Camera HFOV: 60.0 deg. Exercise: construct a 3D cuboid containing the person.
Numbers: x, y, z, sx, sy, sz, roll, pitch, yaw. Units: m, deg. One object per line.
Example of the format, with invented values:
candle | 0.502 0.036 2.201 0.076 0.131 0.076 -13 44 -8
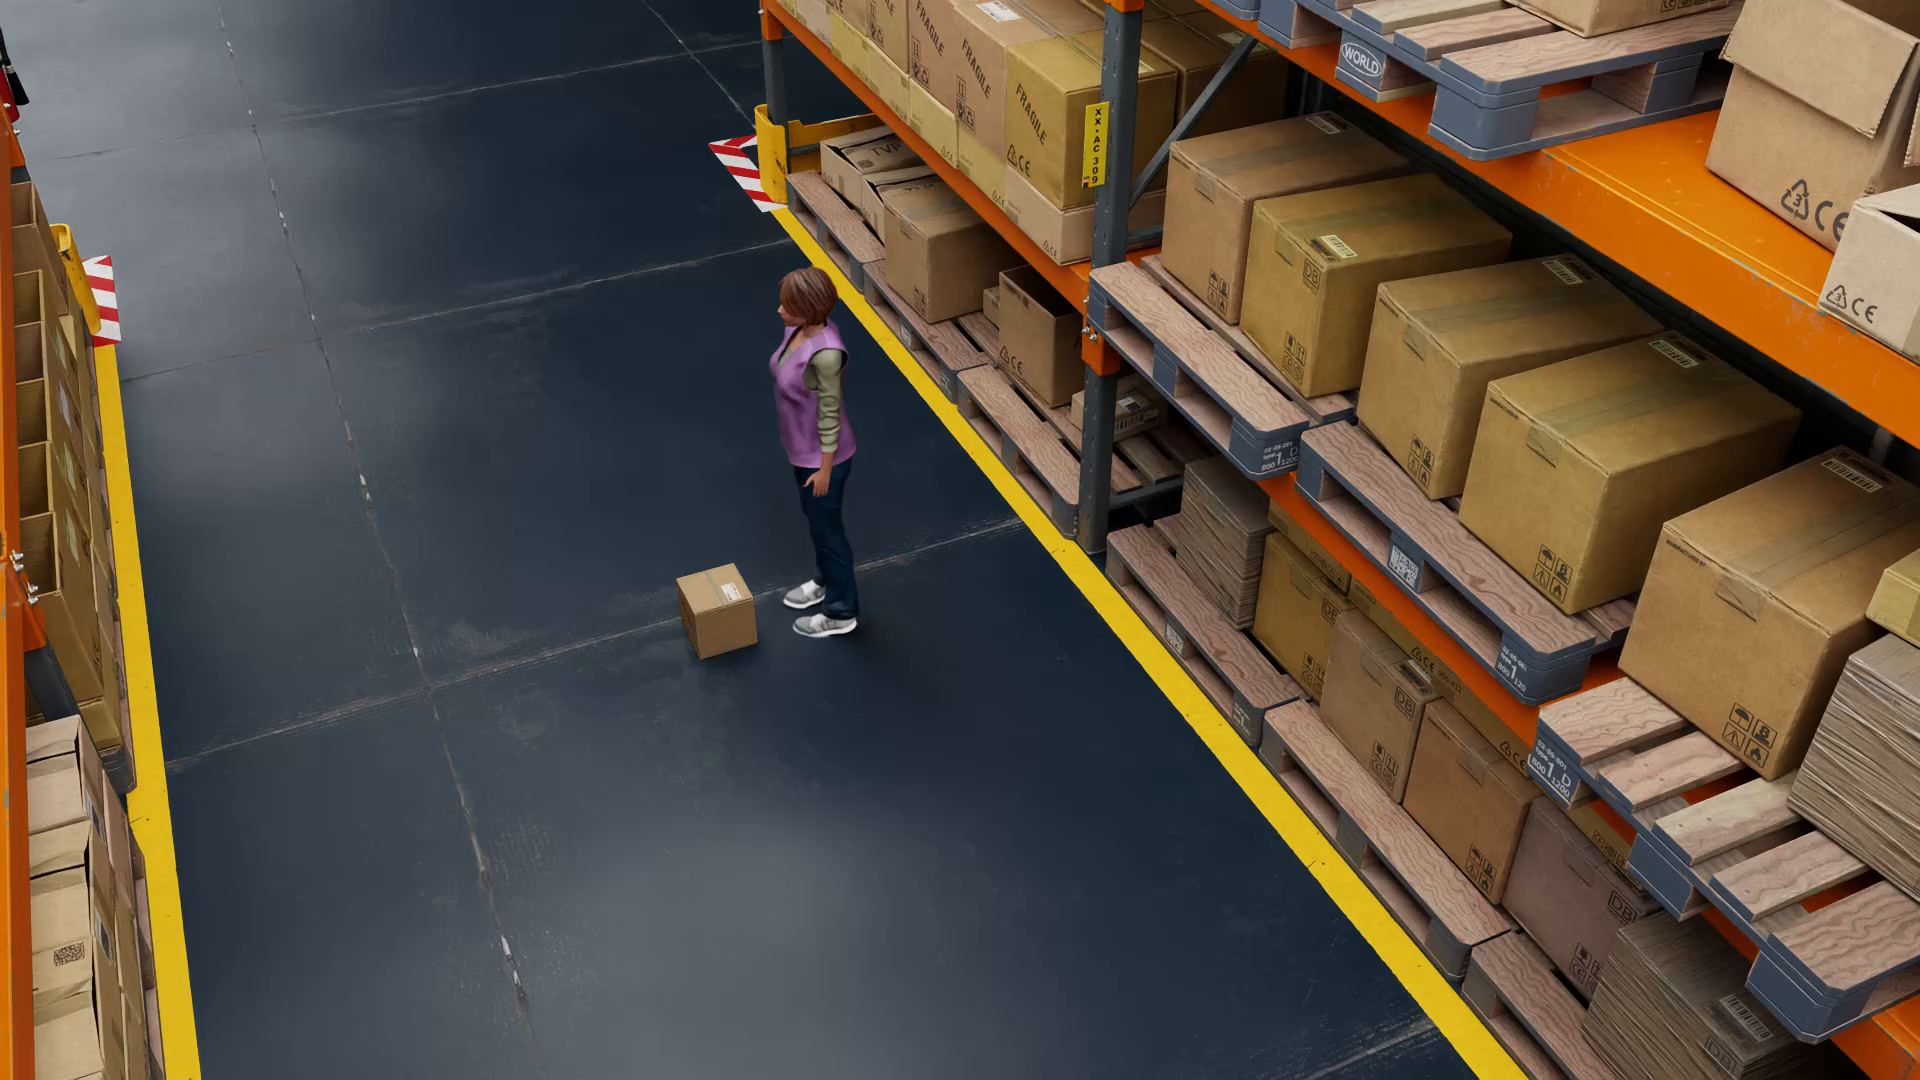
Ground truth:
person | -0.581 -0.344 6.614 0.329 1.602 0.464 -13 40 -16
